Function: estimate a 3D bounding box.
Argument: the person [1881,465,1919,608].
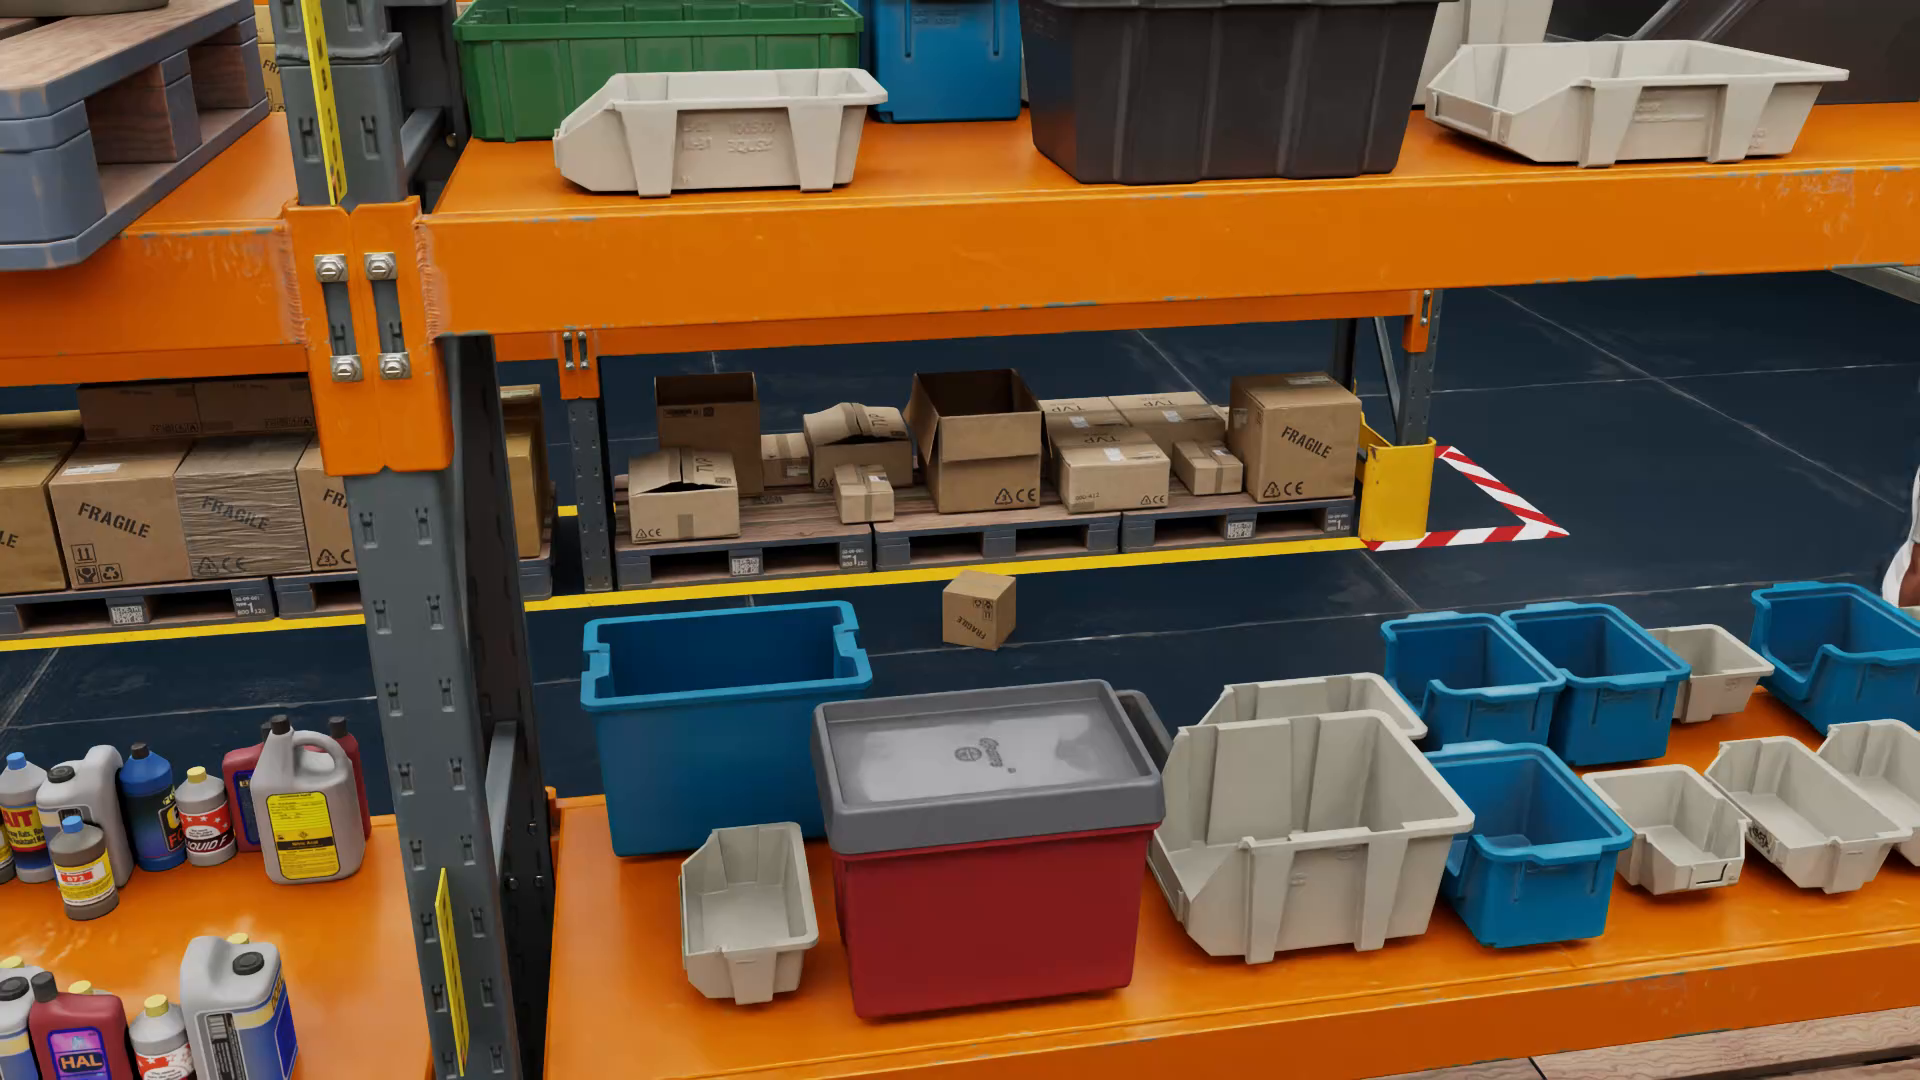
[{"bbox_3d":[3.343,0.239,5.478,0.922,1.752,0.620,11,25,24],"label":"person"}]
